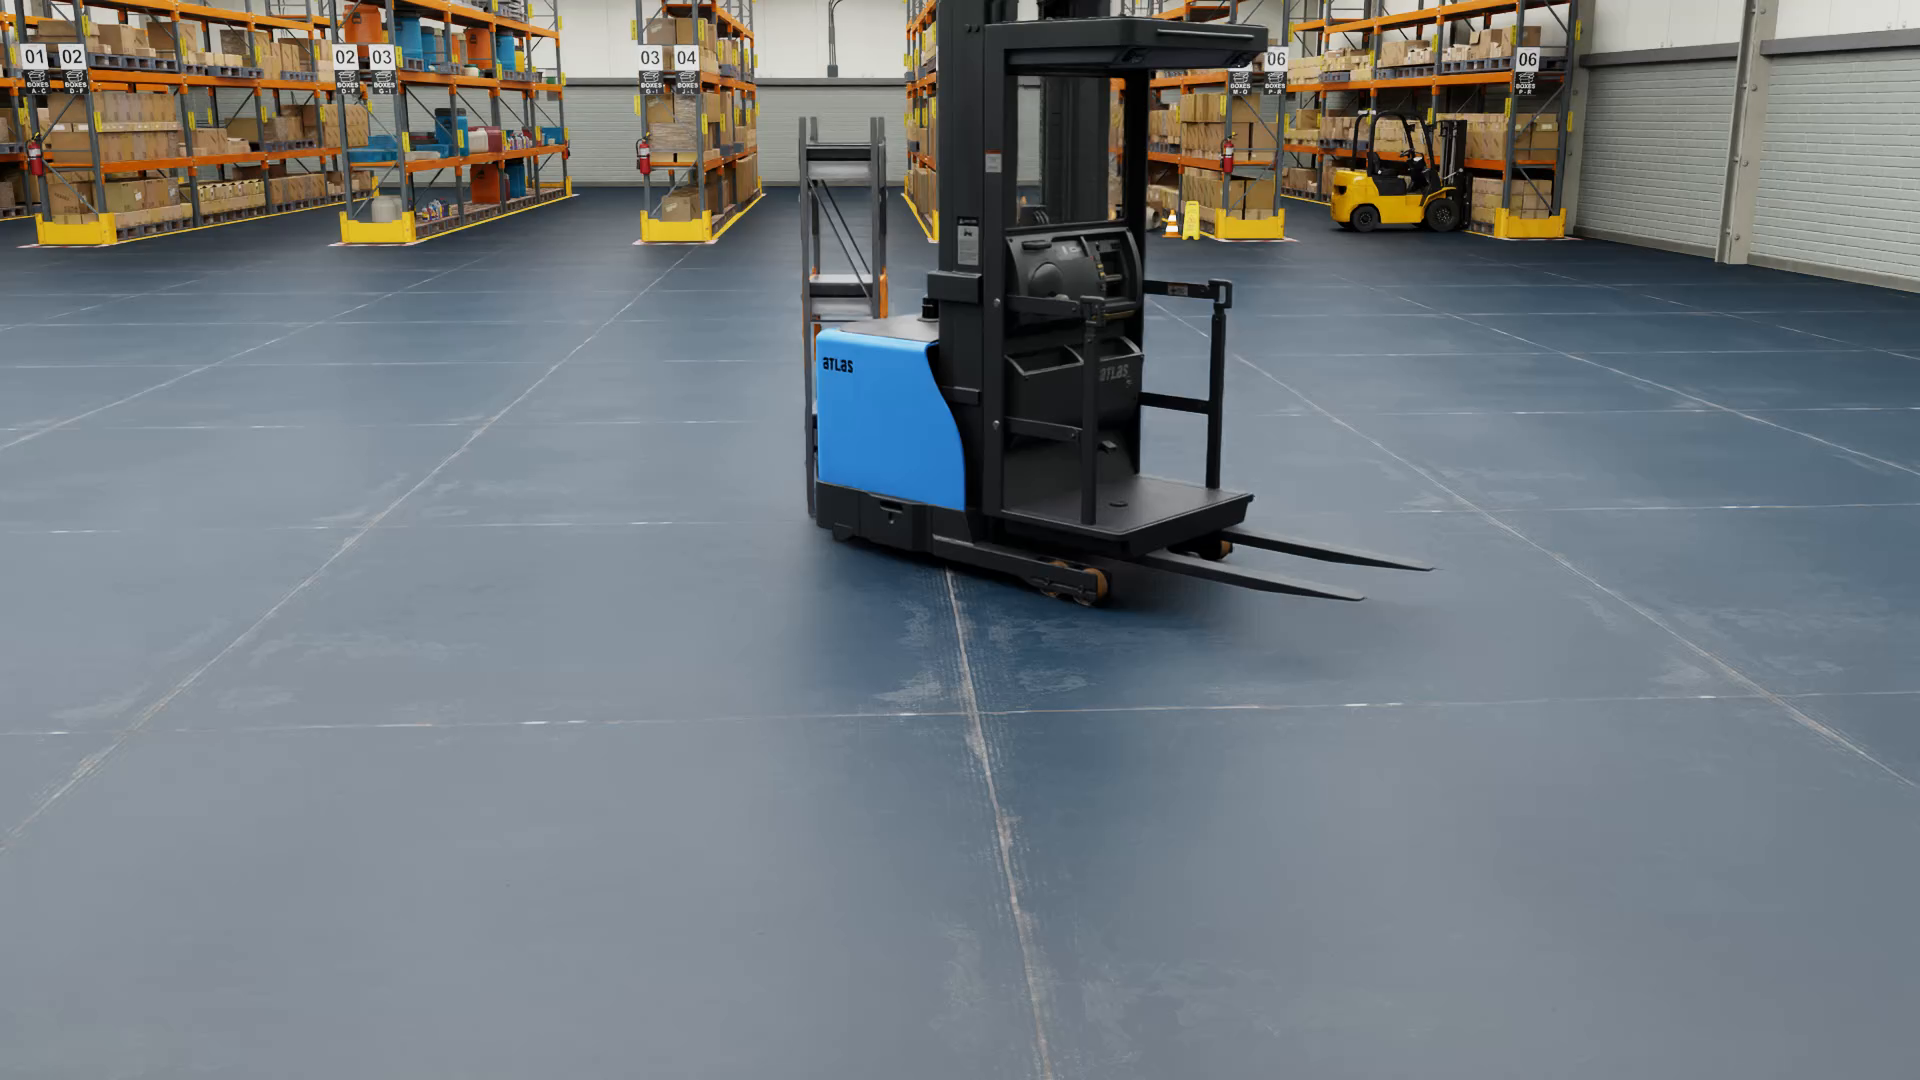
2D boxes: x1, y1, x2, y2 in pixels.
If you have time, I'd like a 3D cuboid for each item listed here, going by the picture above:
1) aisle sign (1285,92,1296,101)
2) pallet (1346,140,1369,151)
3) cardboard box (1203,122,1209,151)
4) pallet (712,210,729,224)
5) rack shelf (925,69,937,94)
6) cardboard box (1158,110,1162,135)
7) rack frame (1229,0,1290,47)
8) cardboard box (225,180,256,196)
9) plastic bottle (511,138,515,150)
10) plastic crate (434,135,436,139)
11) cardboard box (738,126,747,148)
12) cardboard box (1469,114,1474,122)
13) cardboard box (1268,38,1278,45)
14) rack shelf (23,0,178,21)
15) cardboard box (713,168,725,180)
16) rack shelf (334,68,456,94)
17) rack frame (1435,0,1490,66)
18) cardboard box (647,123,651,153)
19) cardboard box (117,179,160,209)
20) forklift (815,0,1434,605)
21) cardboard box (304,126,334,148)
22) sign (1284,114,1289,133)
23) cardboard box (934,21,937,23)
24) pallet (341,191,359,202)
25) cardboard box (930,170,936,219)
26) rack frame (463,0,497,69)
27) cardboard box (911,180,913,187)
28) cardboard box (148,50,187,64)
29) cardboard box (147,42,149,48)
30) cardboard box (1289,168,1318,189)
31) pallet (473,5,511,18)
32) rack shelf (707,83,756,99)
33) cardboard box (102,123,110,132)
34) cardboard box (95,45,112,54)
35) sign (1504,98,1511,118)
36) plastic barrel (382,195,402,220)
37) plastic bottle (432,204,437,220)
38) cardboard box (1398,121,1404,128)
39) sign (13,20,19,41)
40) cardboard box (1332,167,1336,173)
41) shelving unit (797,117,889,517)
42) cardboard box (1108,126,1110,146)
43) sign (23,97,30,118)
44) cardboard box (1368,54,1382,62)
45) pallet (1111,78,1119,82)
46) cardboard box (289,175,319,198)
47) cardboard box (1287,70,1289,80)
[{"bbox_3d":[8.718,-12.044,44.099,0.394,0.787,0.004,-1,14,-3],"label":"aisle sign"},{"bbox_3d":[9.399,-8.857,37.316,1.213,0.211,1.003,-1,14,-3],"label":"pallet"},{"bbox_3d":[4.690,-7.288,30.034,0.500,0.500,0.500,-1,14,-4],"label":"cardboard box"},{"bbox_3d":[-5.136,-6.401,32.979,1.003,0.211,1.213,-1,14,-3],"label":"pallet"},{"bbox_3d":[-0.006,-8.216,29.862,1.077,0.370,4.000,-1,14,-3],"label":"rack shelf"},{"bbox_3d":[4.433,-8.724,34.773,0.500,0.500,0.500,-1,14,-2],"label":"cardboard box"},{"bbox_3d":[5.053,-9.621,27.860,1.000,3.000,0.127,-1,14,-3],"label":"rack frame"},{"bbox_3d":[-14.905,-7.288,34.382,0.500,0.311,0.500,-1,14,-4],"label":"cardboard box"},{"bbox_3d":[-10.068,-8.873,37.242,0.152,0.276,0.135,-1,14,-3],"label":"plastic bottle"},{"bbox_3d":[-10.408,-7.743,32.631,0.392,0.384,0.575,-1,14,-3],"label":"plastic crate"},{"bbox_3d":[-5.280,-9.483,39.164,0.500,0.500,0.500,-1,14,-3],"label":"cardboard box"},{"bbox_3d":[9.674,-7.830,30.839,0.380,0.149,0.250,-1,14,-3],"label":"cardboard box"},{"bbox_3d":[5.234,-8.524,28.521,0.380,0.149,0.250,-1,14,-4],"label":"cardboard box"},{"bbox_3d":[-14.850,-9.271,28.747,1.077,0.370,4.000,-1,14,-3],"label":"rack shelf"},{"bbox_3d":[-5.263,-7.752,35.263,0.500,0.250,0.500,0,14,-1],"label":"cardboard box"},{"bbox_3d":[-9.906,-8.088,29.365,1.077,0.370,4.000,-1,14,-3],"label":"rack shelf"},{"bbox_3d":[9.759,-10.693,32.028,1.000,3.000,0.127,-1,14,-3],"label":"rack frame"},{"bbox_3d":[-4.996,-7.015,28.973,0.875,0.500,0.500,-1,14,-3],"label":"cardboard box"},{"bbox_3d":[-14.627,-6.155,29.601,0.500,0.500,0.500,-1,14,-3],"label":"cardboard box"},{"bbox_3d":[0.697,-1.275,7.601,3.031,2.935,1.130,13,19,40],"label":"forklift"},{"bbox_3d":[-15.229,-9.574,39.518,0.500,0.500,0.500,-1,14,-2],"label":"cardboard box"},{"bbox_3d":[5.594,-7.143,28.532,0.100,0.325,0.005,-1,14,-3],"label":"sign"},{"bbox_3d":[-0.241,-8.662,28.011,0.380,0.149,0.250,-1,14,-3],"label":"cardboard box"},{"bbox_3d":[-15.590,-8.519,41.215,1.003,0.211,1.213,-1,14,-3],"label":"pallet"},{"bbox_3d":[-0.101,-6.402,30.808,0.875,0.875,0.875,-1,14,-3],"label":"cardboard box"},{"bbox_3d":[-10.277,-11.381,34.701,1.000,3.000,0.127,-1,14,-3],"label":"rack frame"},{"bbox_3d":[-0.991,-8.706,40.624,0.380,0.149,0.250,-2,15,-6],"label":"cardboard box"},{"bbox_3d":[-15.002,-9.142,31.477,0.500,0.250,0.500,1,14,2],"label":"cardboard box"},{"bbox_3d":[-20.343,-12.130,41.382,0.500,0.500,0.500,-1,14,-4],"label":"cardboard box"},{"bbox_3d":[8.973,-9.398,43.208,0.700,0.500,0.500,0,14,-1],"label":"cardboard box"},{"bbox_3d":[-10.291,-11.276,35.473,1.213,0.211,1.003,-1,14,-3],"label":"pallet"},{"bbox_3d":[-5.706,-11.149,41.261,1.077,0.370,4.000,-1,14,-3],"label":"rack shelf"},{"bbox_3d":[-14.554,-6.940,27.976,0.380,0.149,0.250,-1,14,-5],"label":"cardboard box"},{"bbox_3d":[-14.623,-8.308,28.157,0.380,0.149,0.250,-1,14,-3],"label":"cardboard box"},{"bbox_3d":[9.464,-7.464,28.716,0.100,0.325,0.005,-1,14,-3],"label":"sign"},{"bbox_3d":[-9.930,-5.772,29.089,0.421,0.512,0.421,0,14,0],"label":"plastic barrel"},{"bbox_3d":[-9.623,-5.994,30.396,0.097,0.271,0.097,0,14,0],"label":"plastic bottle"},{"bbox_3d":[9.313,-8.614,34.484,0.380,0.149,0.250,-1,14,-5],"label":"cardboard box"},{"bbox_3d":[-15.268,-8.249,26.929,0.100,0.325,0.005,-1,14,-3],"label":"sign"},{"bbox_3d":[9.141,-8.860,39.813,0.380,0.149,0.250,-2,15,-6],"label":"cardboard box"},{"bbox_3d":[-0.615,-1.203,8.990,0.431,2.100,0.503,0,14,2],"label":"shelving unit"},{"bbox_3d":[3.942,-10.112,41.609,0.500,0.500,0.500,-1,14,-4],"label":"cardboard box"},{"bbox_3d":[-15.268,-7.081,27.229,0.100,0.325,0.005,-1,14,-3],"label":"sign"},{"bbox_3d":[9.194,-10.581,36.514,0.380,0.149,0.250,0,14,-2],"label":"cardboard box"},{"bbox_3d":[4.269,-11.313,40.635,1.003,0.211,1.213,-1,14,-3],"label":"pallet"},{"bbox_3d":[-15.130,-8.156,38.340,0.500,0.500,0.500,-1,14,-3],"label":"cardboard box"},{"bbox_3d":[8.770,-12.182,43.537,0.500,0.250,0.500,-1,14,-4],"label":"cardboard box"}]
